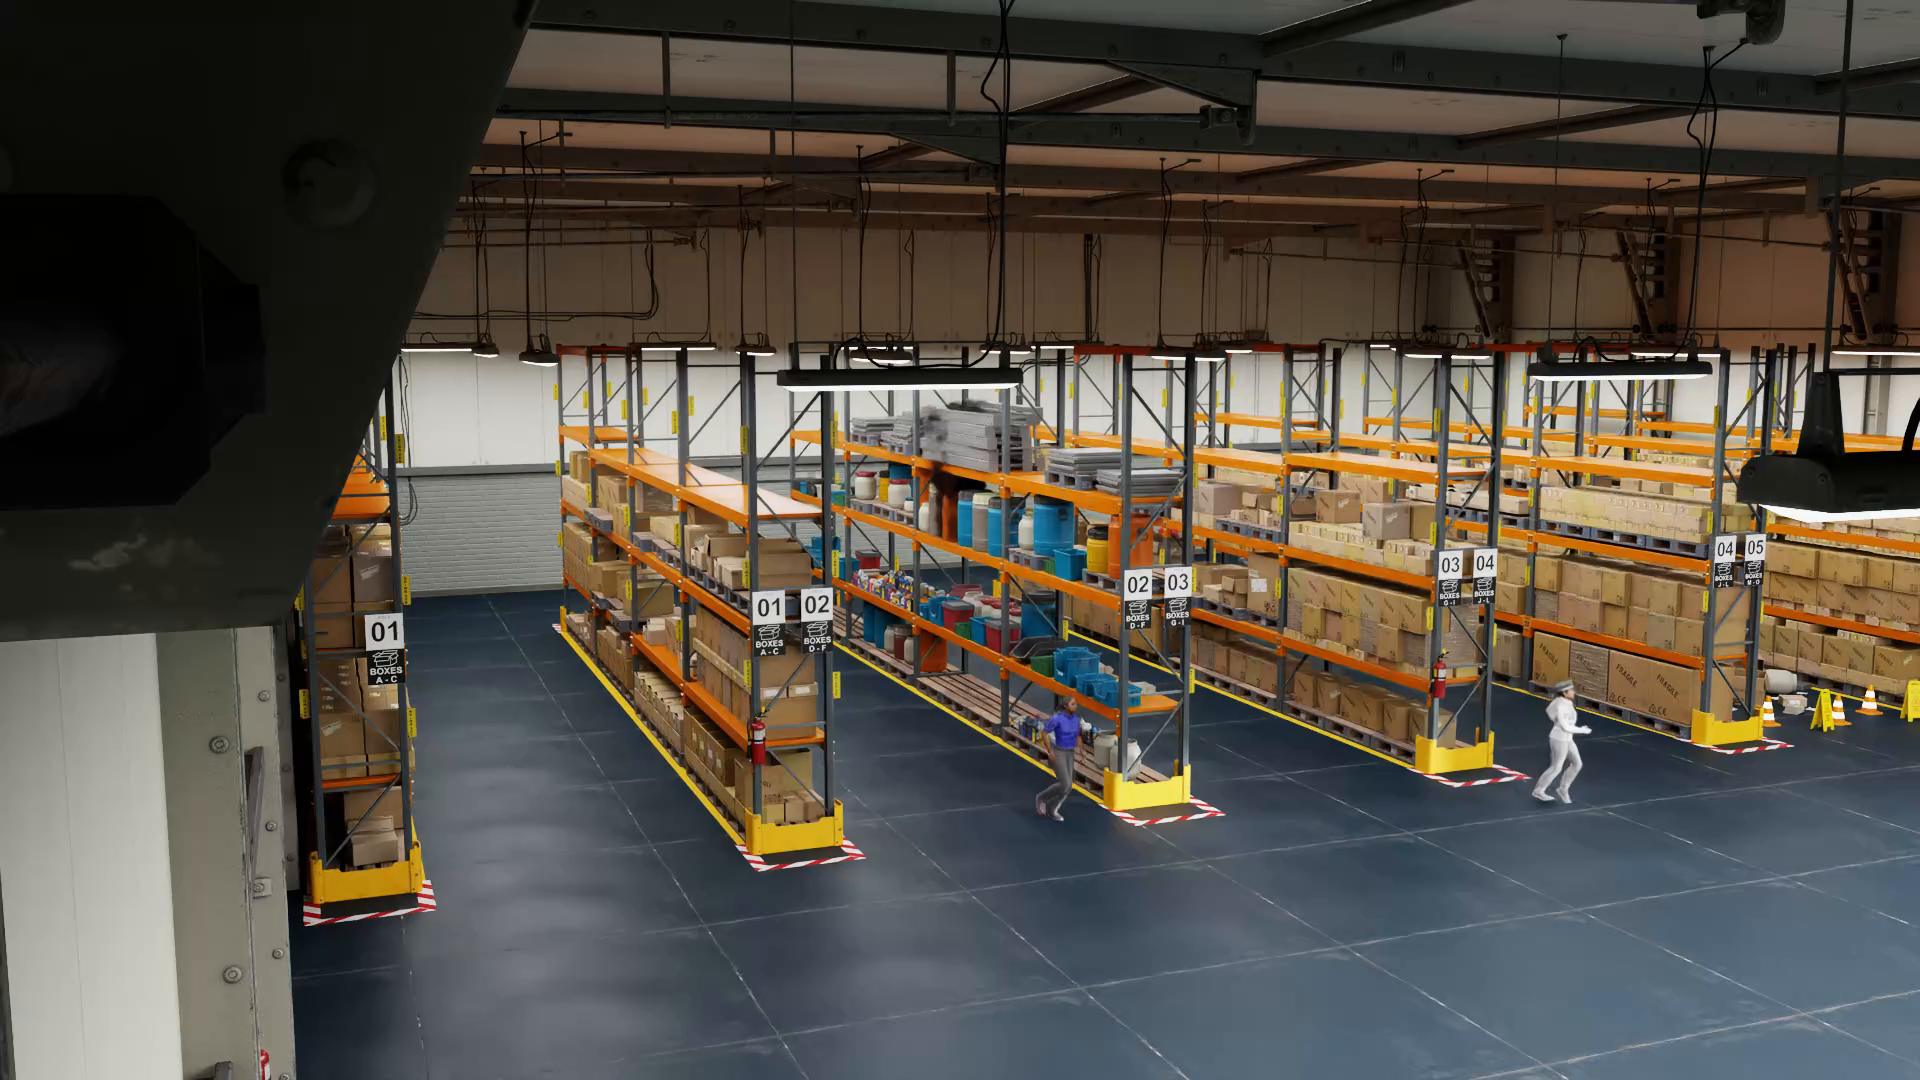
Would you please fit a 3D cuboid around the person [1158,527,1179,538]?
[{"bbox_3d":[5.073,0.314,40.898,0.688,1.738,0.883,5,9,35],"label":"person"}]

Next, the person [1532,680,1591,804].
[{"bbox_3d":[8.033,2.707,22.160,0.709,1.751,0.632,3,8,24],"label":"person"}]

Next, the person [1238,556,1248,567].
[{"bbox_3d":[7.172,0.160,42.094,0.514,1.653,0.589,-3,8,-22],"label":"person"}]

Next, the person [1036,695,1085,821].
[{"bbox_3d":[1.341,2.810,21.547,0.523,1.595,0.634,7,10,44],"label":"person"}]
